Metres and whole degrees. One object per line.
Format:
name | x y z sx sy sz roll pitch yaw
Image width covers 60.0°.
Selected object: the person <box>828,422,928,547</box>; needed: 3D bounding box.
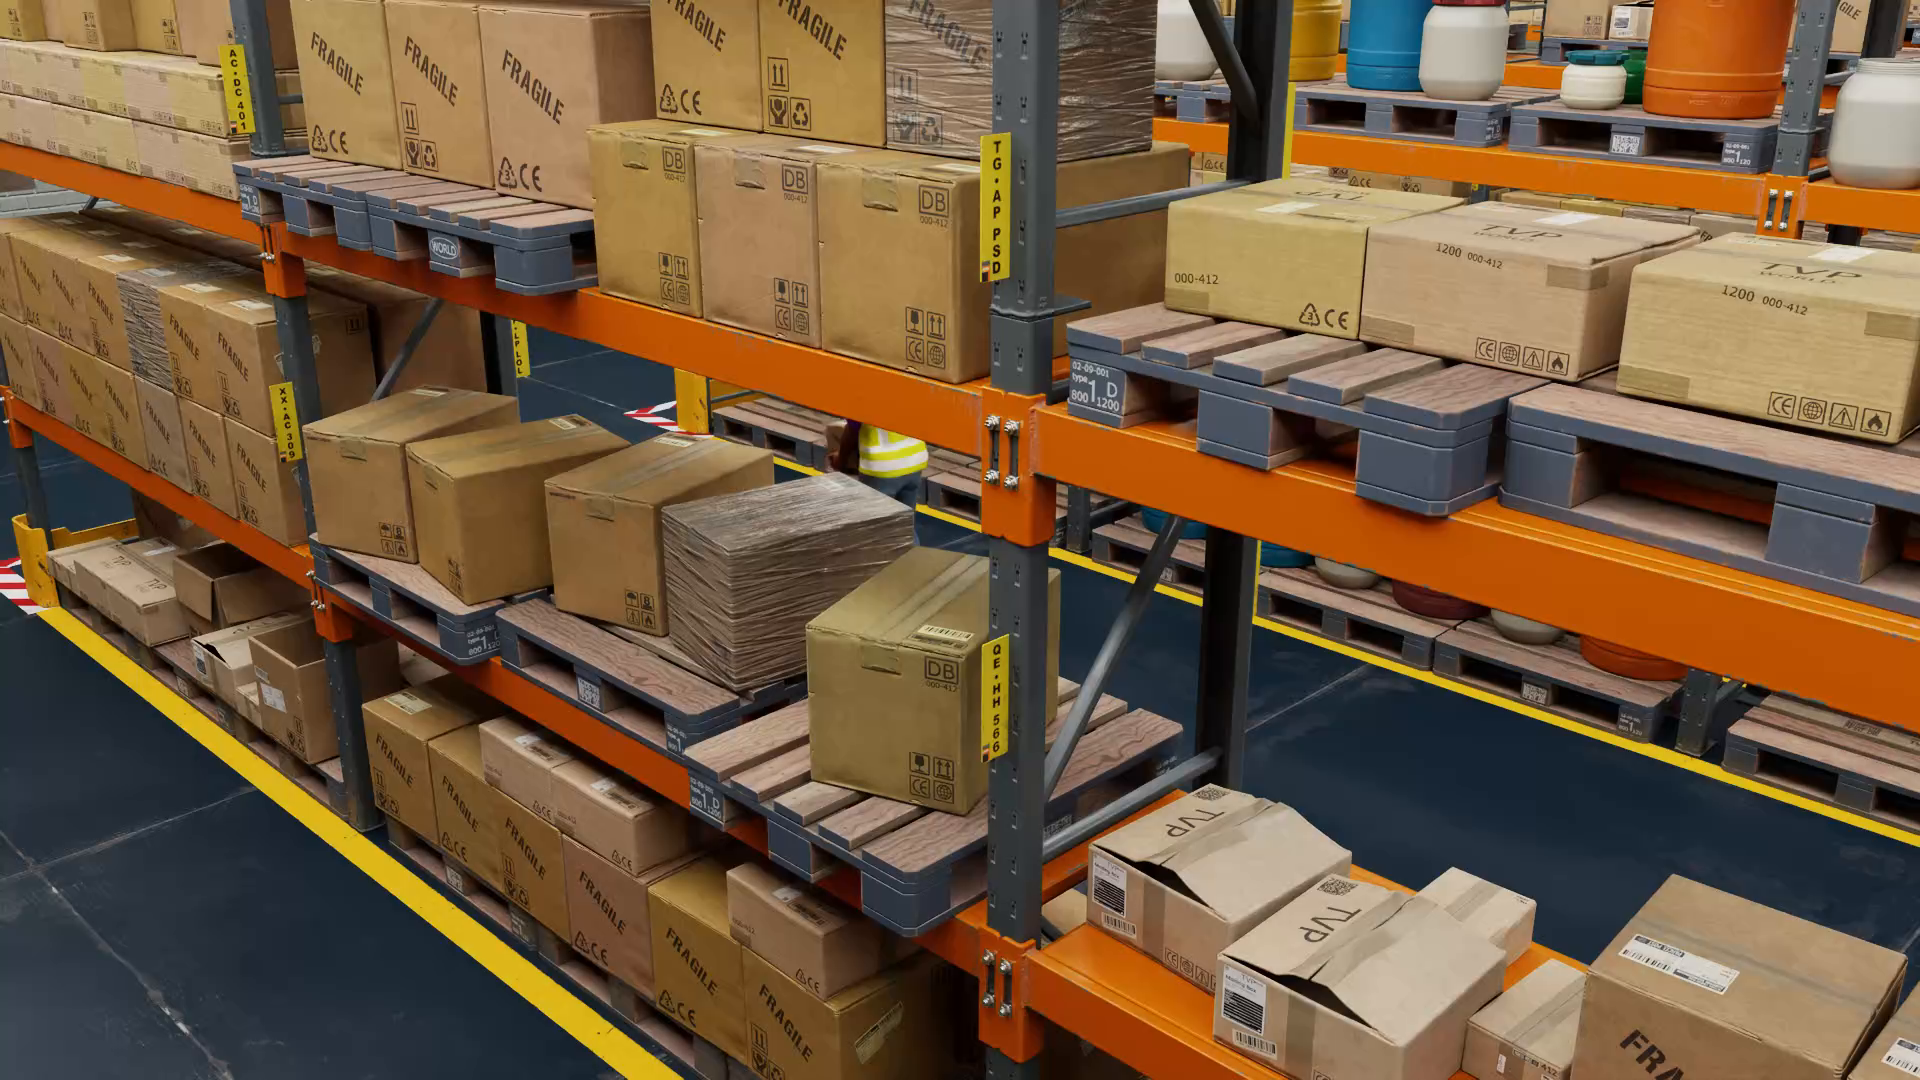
person | 5.157 -7.452 18.171 6.697 9.001 23.319 18 27 40
